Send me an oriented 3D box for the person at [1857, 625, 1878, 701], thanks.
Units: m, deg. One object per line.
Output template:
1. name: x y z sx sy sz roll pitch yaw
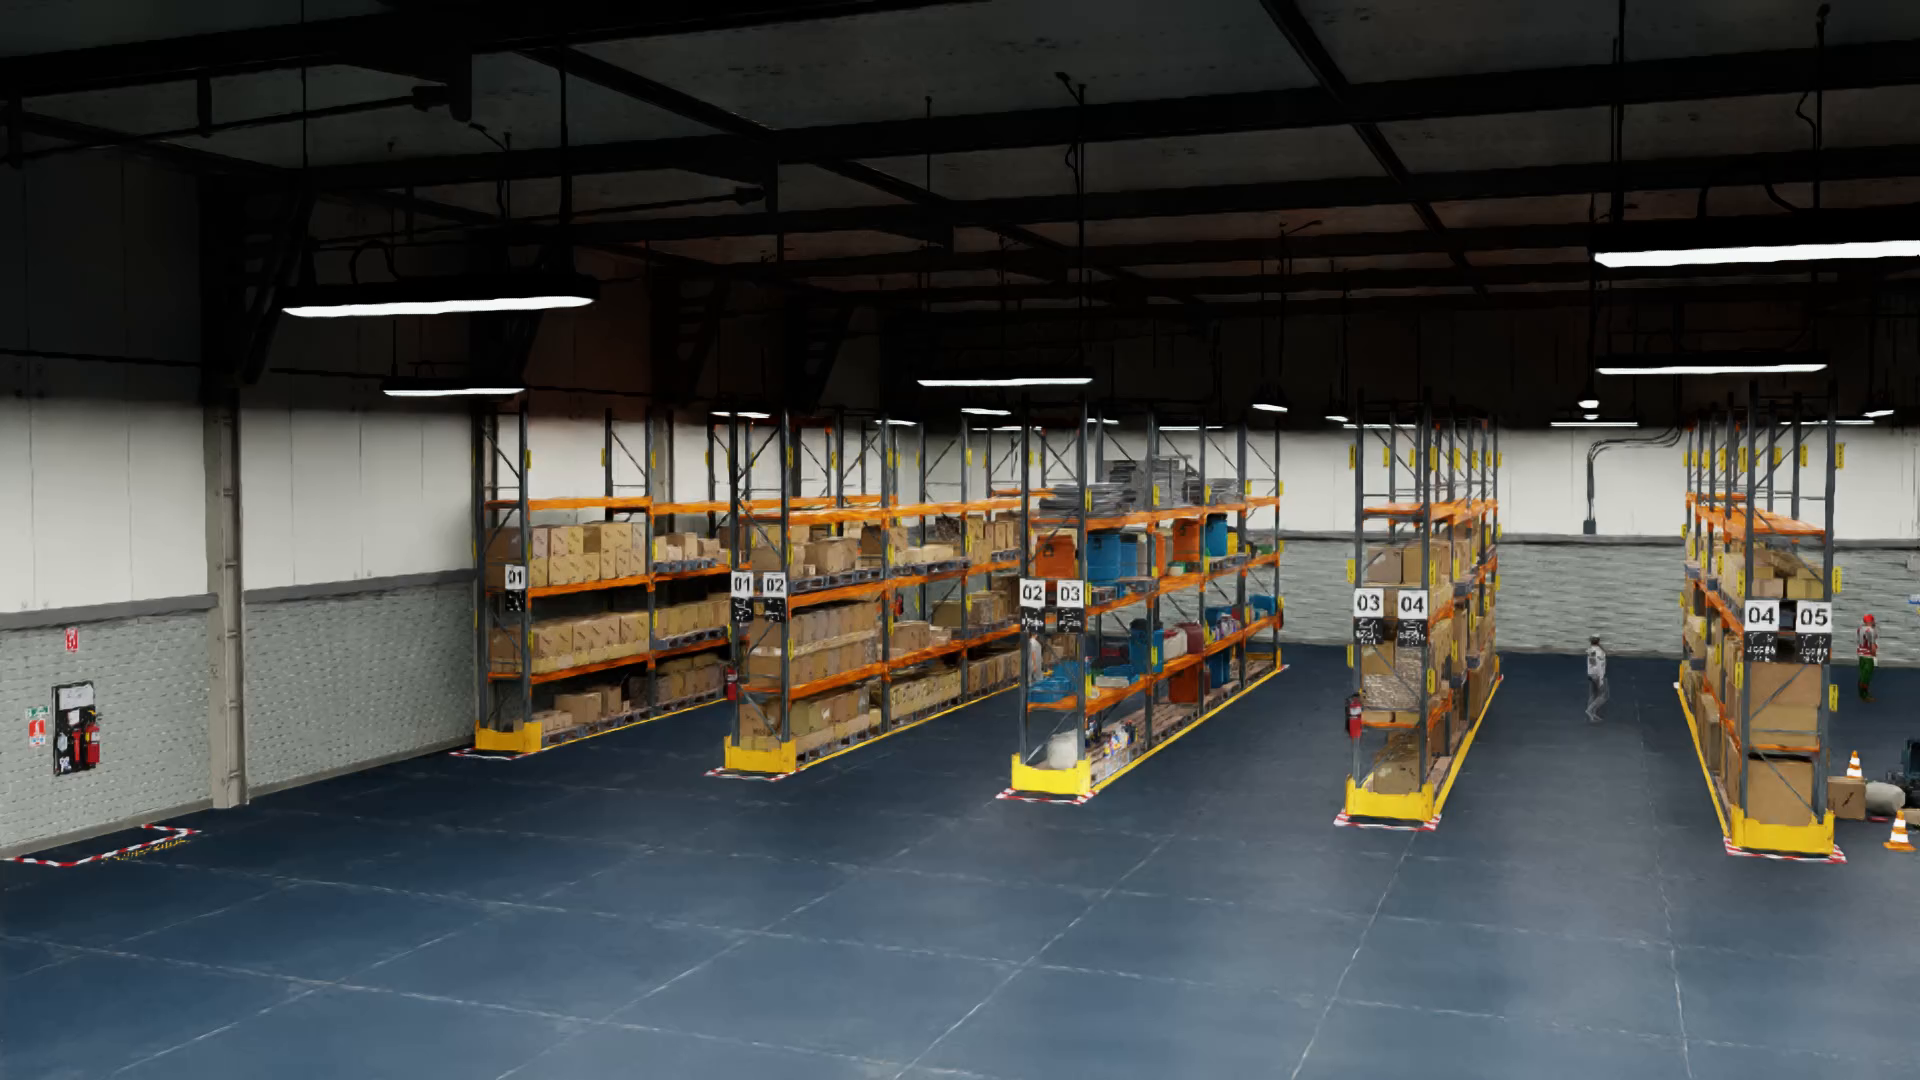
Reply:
1. person: 18.793 2.547 34.354 0.378 1.522 0.517 0 3 4

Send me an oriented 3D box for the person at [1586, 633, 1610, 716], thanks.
1. person: 12.133 2.591 31.718 0.382 1.612 0.439 0 3 -7

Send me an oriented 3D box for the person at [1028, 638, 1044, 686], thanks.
1. person: 1.486 2.630 33.423 0.413 1.349 0.478 0 3 -4
